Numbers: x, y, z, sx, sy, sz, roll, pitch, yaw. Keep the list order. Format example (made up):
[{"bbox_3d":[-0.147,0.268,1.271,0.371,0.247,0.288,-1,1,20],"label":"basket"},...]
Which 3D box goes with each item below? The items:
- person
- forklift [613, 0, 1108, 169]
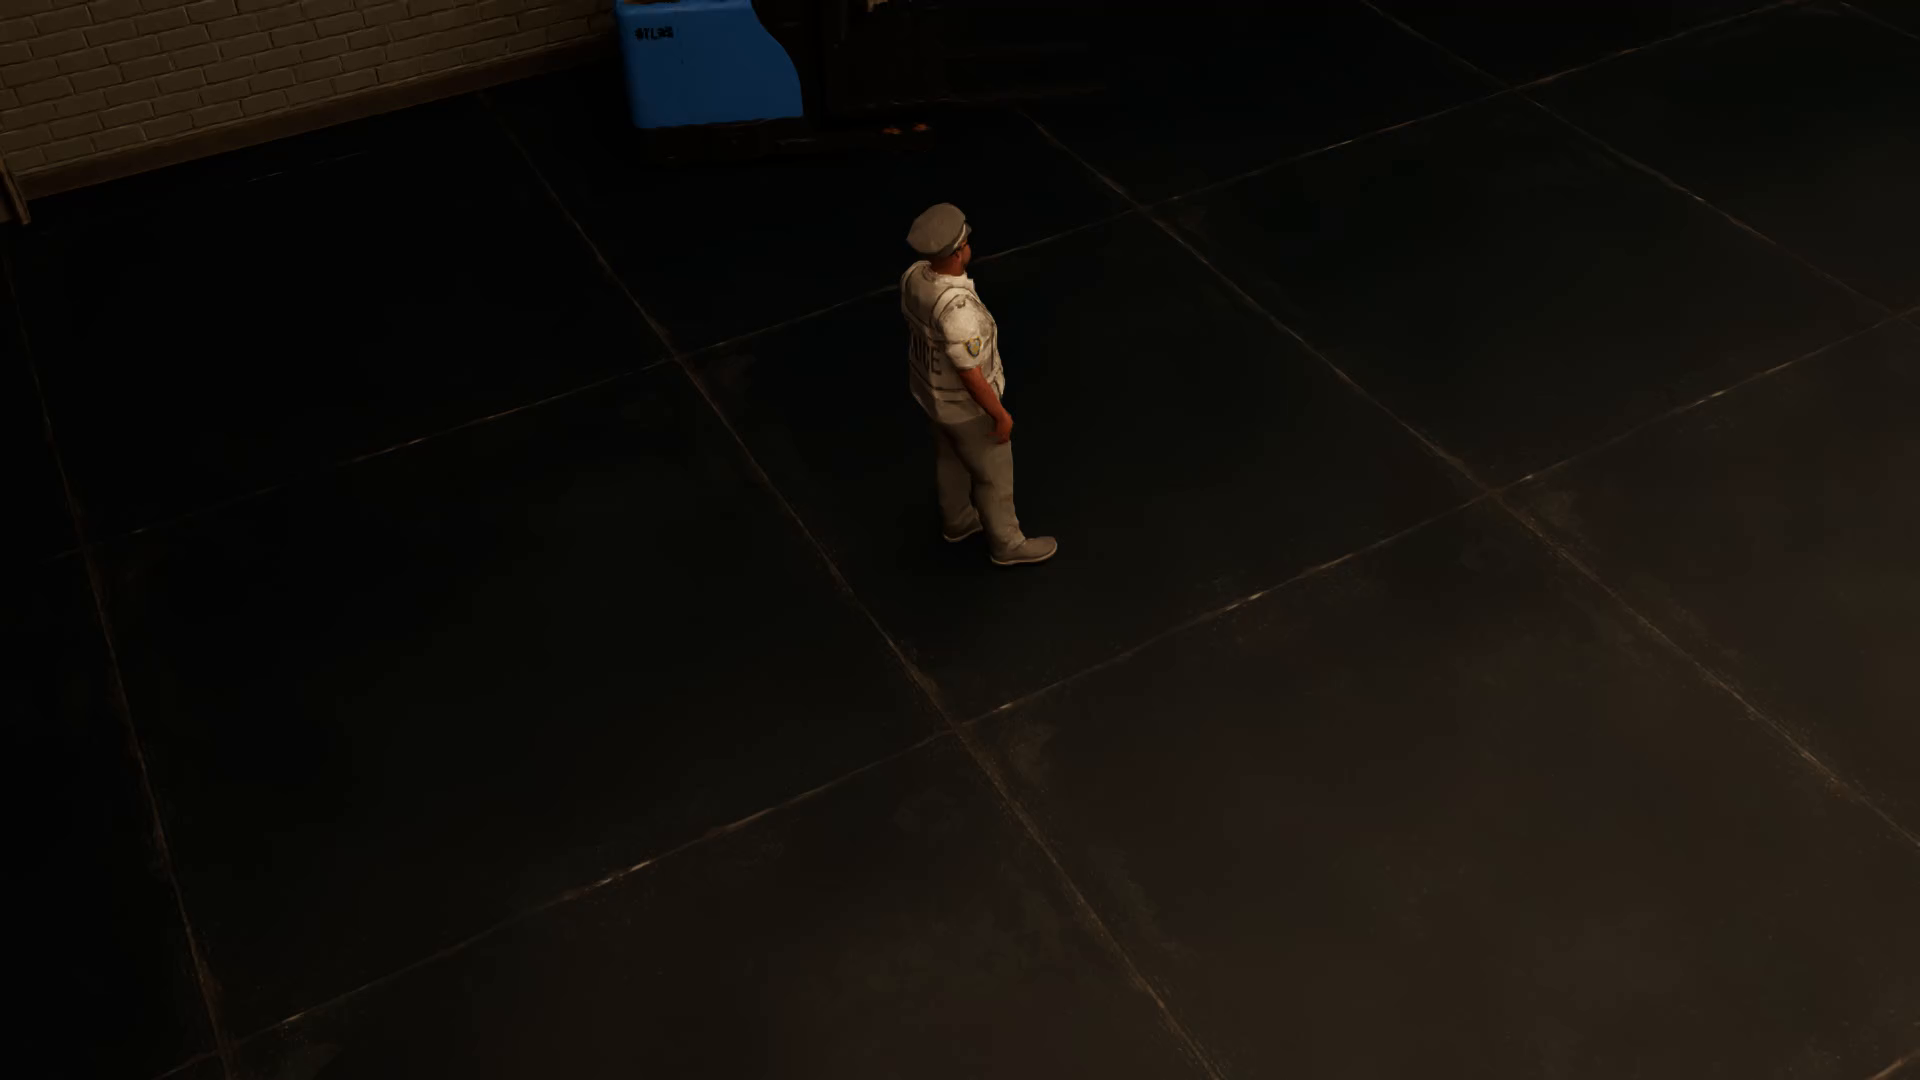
[{"bbox_3d":[0.073,-0.678,7.263,0.574,1.781,0.640,-21,47,-21],"label":"person"},{"bbox_3d":[-0.602,-3.847,9.846,3.031,2.935,1.130,-7,43,-7],"label":"forklift"}]
